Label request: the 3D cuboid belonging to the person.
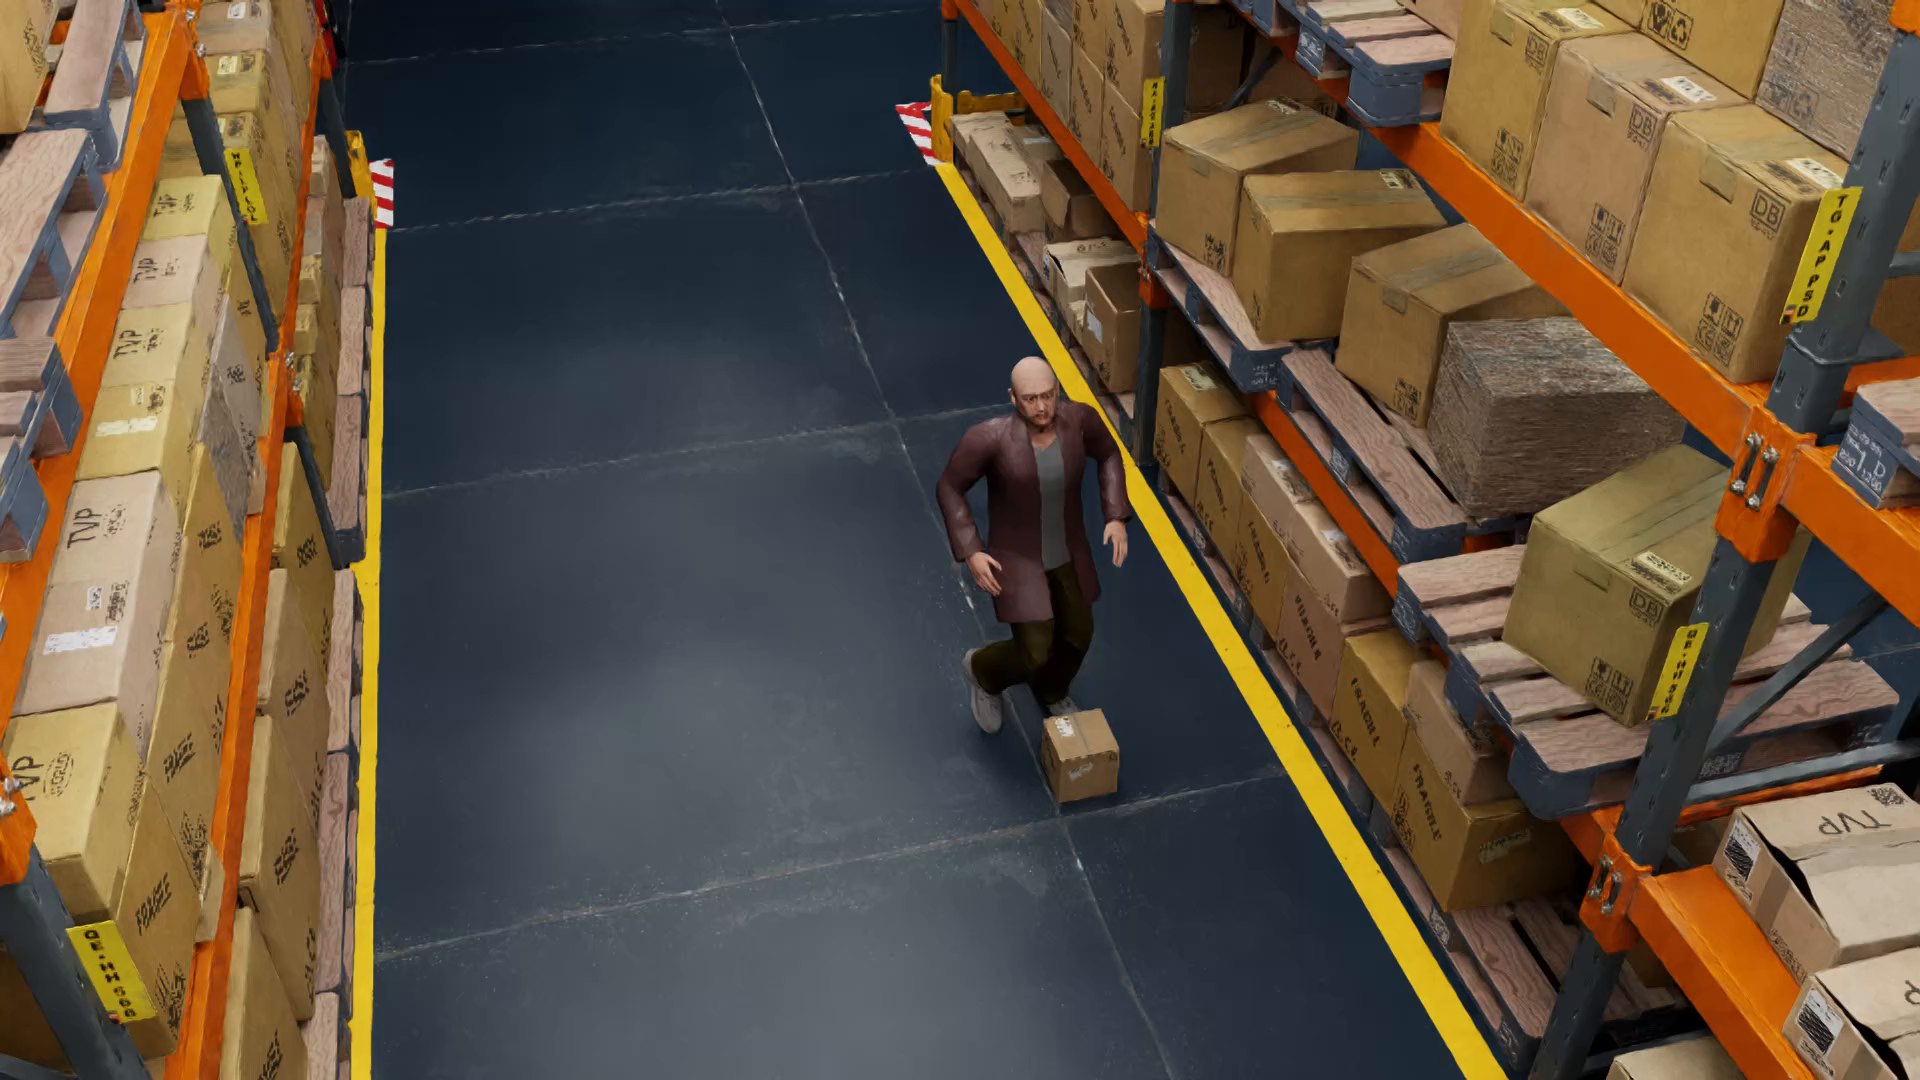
[{"bbox_3d":[0.338,0.060,6.677,0.788,1.749,0.519,-19,42,-23],"label":"person"}]
